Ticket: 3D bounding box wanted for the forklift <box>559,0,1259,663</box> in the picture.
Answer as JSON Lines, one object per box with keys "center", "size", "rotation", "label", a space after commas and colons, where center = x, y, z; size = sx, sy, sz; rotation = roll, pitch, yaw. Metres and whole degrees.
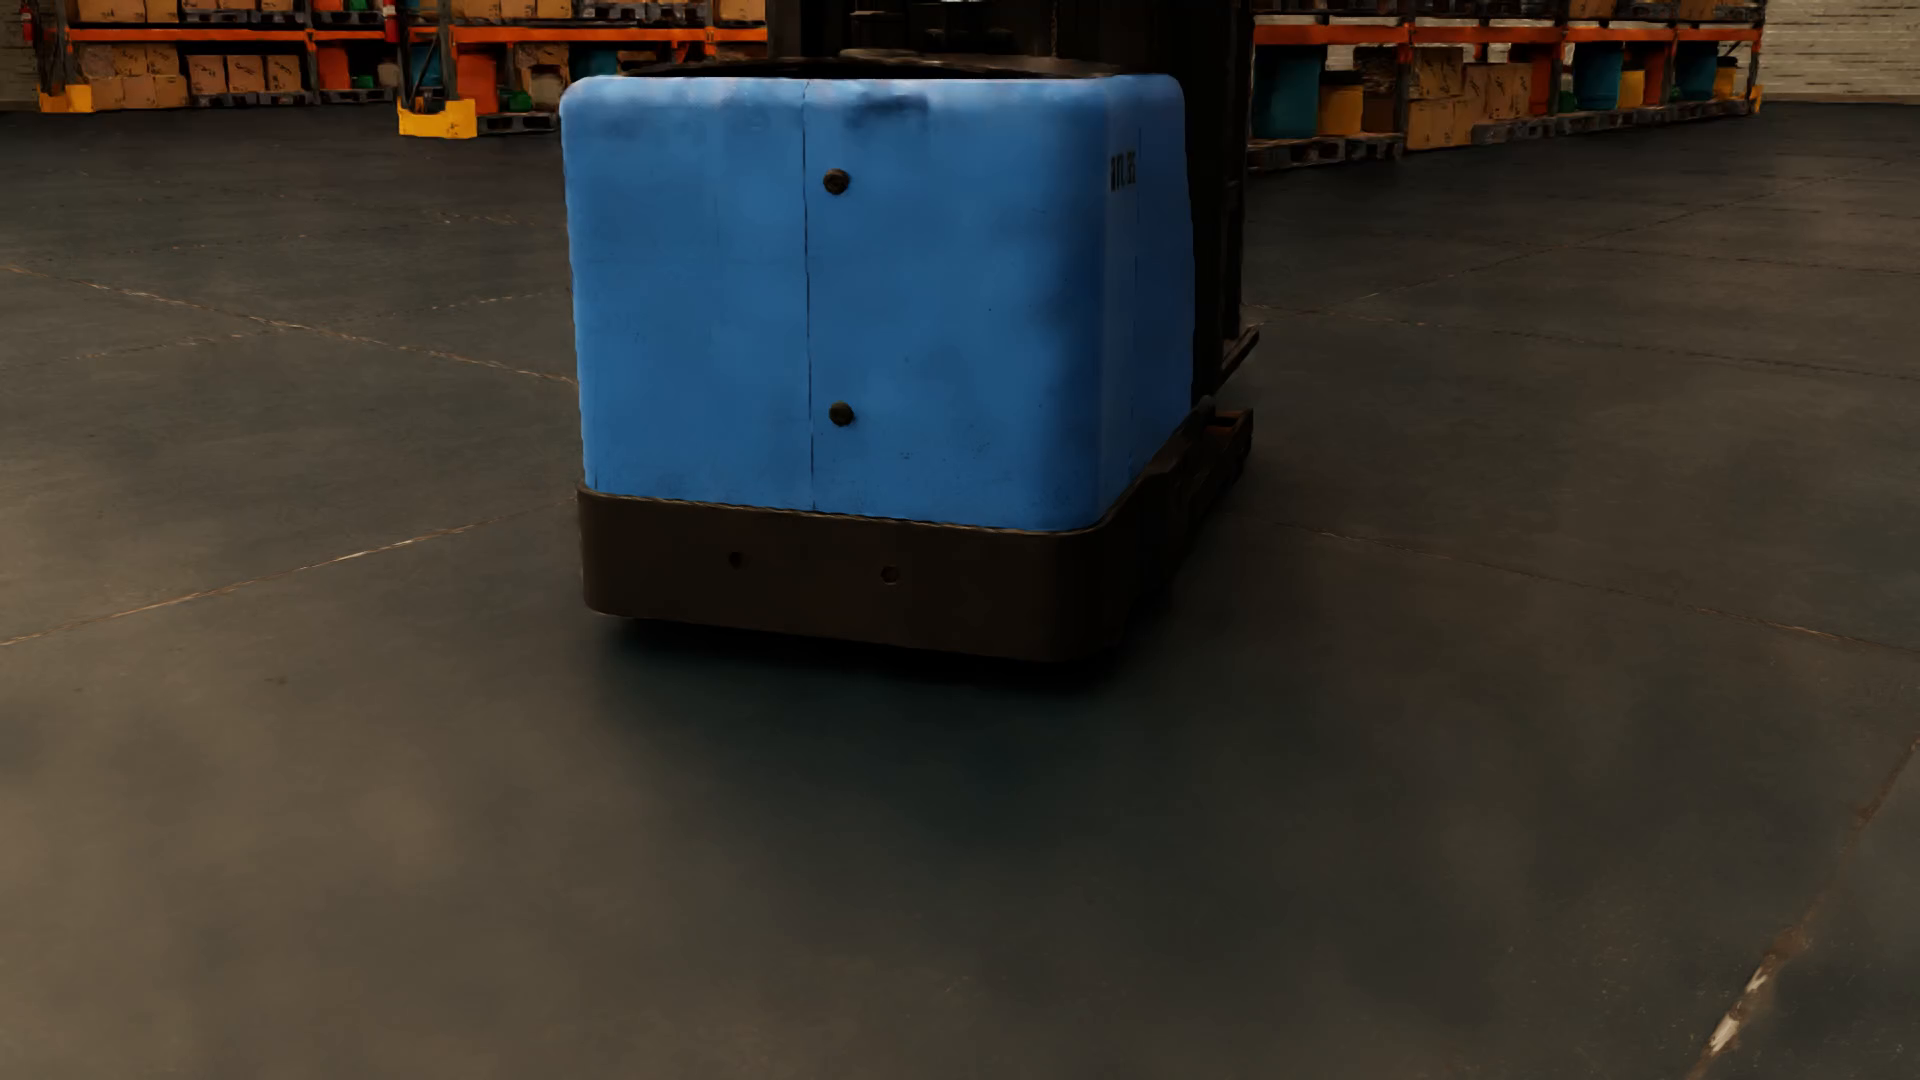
{"center": [0.182, -1.571, 4.072], "size": [1.130, 2.935, 3.031], "rotation": [5, 18, 17], "label": "forklift"}
